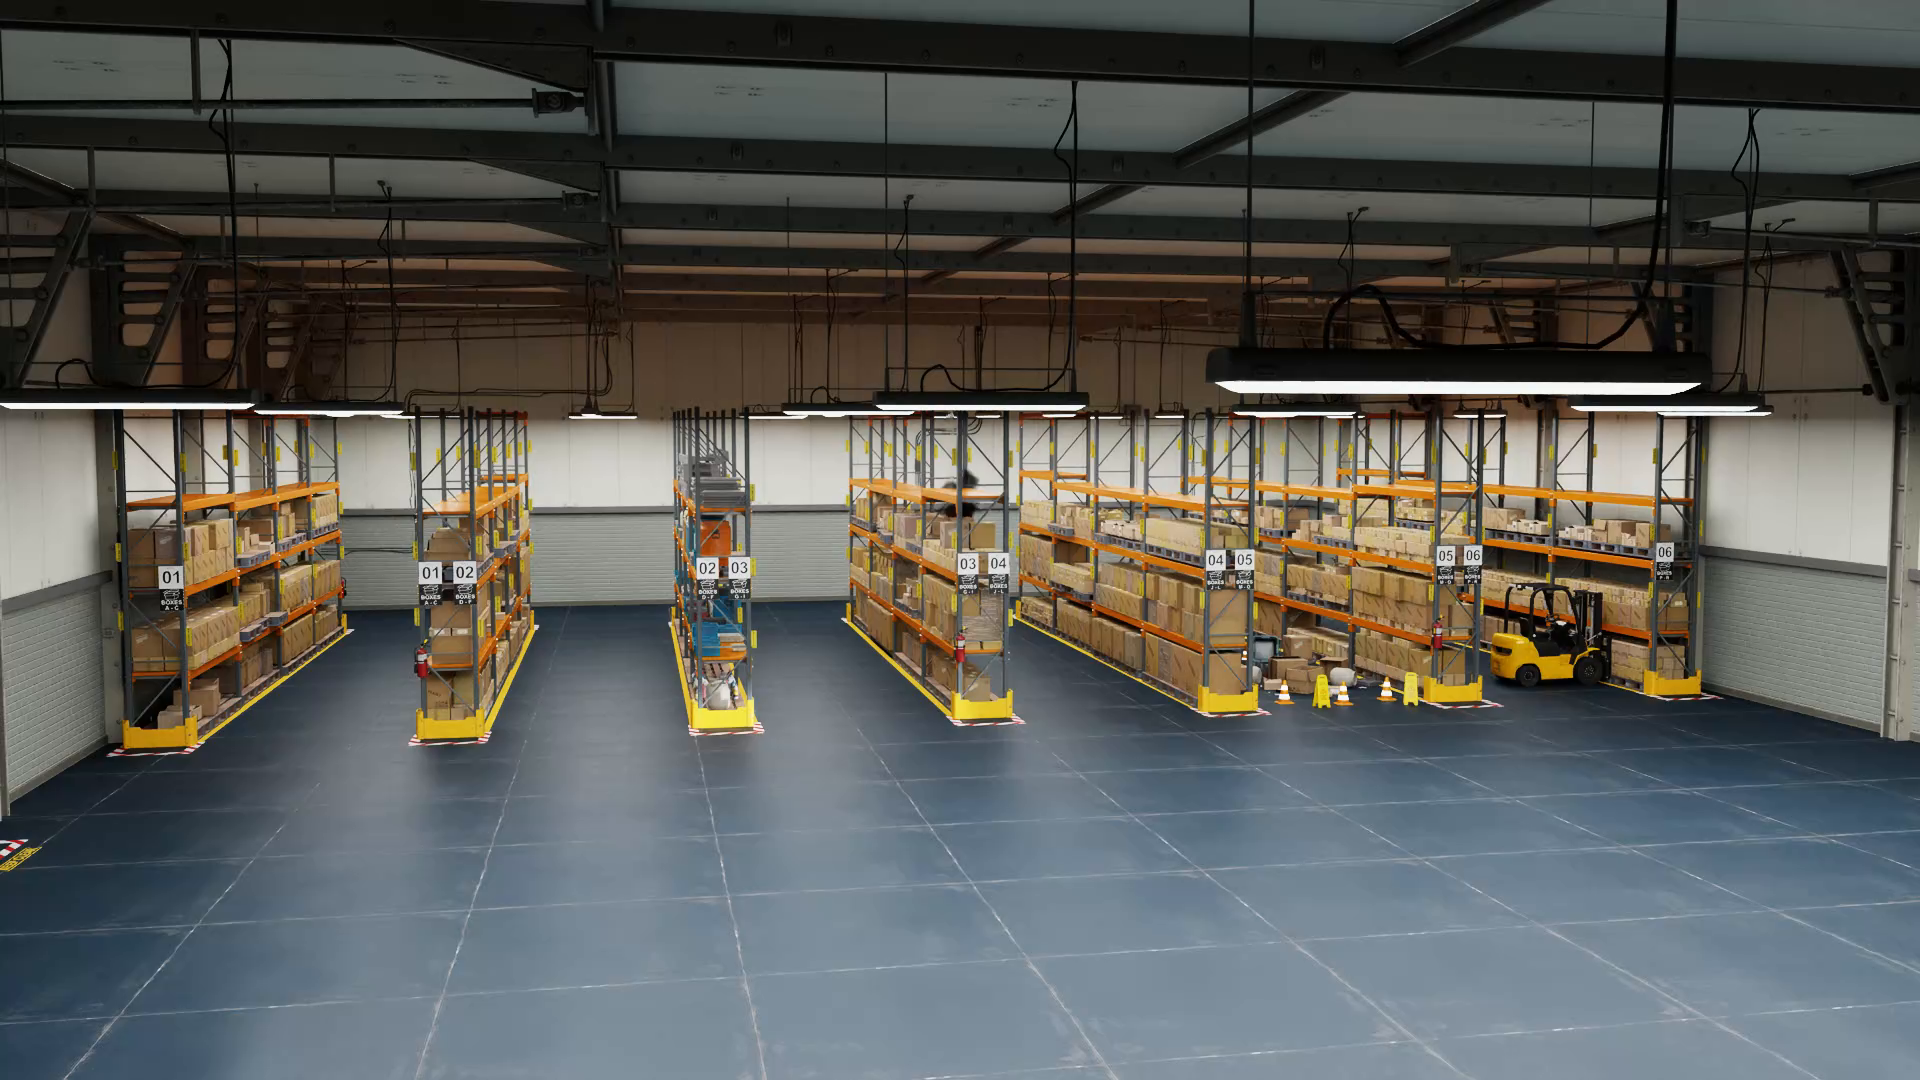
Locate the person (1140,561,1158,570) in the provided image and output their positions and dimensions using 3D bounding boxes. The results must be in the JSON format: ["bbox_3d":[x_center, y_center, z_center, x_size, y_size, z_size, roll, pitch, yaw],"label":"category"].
[{"bbox_3d":[5.657,1.221,50.635,1.040,1.773,0.710,-1,4,-18],"label":"person"}]

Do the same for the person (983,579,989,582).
[{"bbox_3d":[0.656,1.483,47.428,0.786,1.764,0.814,0,4,0],"label":"person"}]
